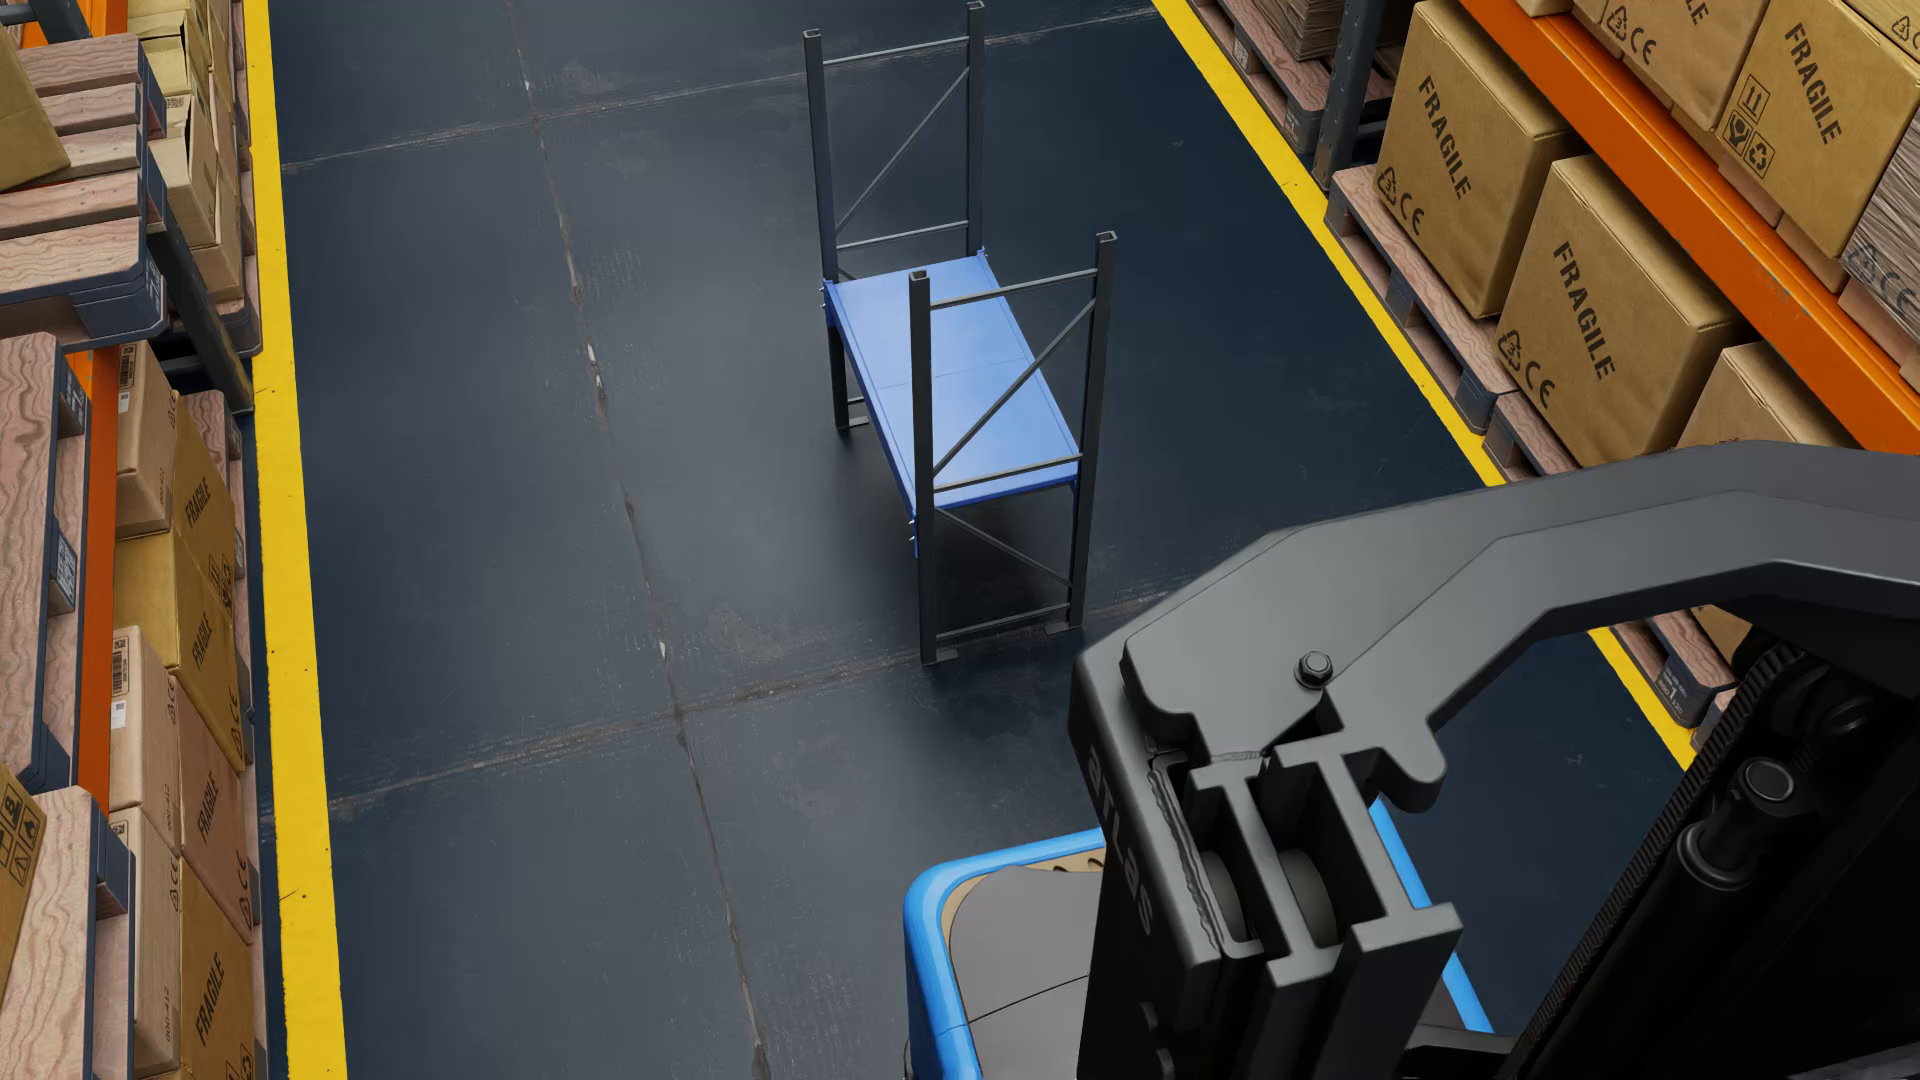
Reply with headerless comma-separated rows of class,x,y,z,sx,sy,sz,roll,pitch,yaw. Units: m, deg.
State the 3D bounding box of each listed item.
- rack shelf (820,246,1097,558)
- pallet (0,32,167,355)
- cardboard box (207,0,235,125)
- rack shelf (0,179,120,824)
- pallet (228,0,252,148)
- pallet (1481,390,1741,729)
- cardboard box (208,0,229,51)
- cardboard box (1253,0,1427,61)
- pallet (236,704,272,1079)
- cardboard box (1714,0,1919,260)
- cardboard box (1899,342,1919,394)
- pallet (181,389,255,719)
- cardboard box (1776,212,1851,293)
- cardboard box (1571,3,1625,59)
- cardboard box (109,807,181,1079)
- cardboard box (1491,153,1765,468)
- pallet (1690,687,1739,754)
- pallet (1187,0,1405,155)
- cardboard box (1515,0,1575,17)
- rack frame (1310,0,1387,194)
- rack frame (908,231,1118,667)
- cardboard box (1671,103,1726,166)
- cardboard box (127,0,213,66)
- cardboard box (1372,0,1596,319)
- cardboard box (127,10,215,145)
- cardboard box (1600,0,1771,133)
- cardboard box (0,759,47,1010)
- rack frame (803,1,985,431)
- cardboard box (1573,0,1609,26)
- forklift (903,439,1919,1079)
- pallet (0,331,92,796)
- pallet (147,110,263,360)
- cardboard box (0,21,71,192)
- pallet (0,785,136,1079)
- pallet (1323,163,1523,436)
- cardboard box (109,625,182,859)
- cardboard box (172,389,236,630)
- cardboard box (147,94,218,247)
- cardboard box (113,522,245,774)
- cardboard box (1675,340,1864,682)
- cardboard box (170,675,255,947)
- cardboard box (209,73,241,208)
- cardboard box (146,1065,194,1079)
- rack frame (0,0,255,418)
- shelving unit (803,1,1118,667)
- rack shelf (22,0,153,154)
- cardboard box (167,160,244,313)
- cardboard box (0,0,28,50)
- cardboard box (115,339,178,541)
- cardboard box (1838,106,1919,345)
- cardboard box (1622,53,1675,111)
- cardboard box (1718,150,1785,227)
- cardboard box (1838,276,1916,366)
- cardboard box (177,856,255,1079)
rack shelf,-0.025,-0.430,4.867,0.538,0.185,1.000,-13,51,-11
pallet,-2.609,-0.787,4.077,1.213,0.211,1.003,-13,51,-11
cardboard box,-3.060,-1.771,6.305,0.500,0.250,0.500,-15,51,-12
rack shelf,-2.285,0.365,3.451,1.077,0.370,4.000,-13,51,-11
pallet,-3.440,-1.928,6.738,1.003,0.211,1.213,-13,51,-11
pallet,2.373,-0.069,5.170,1.003,0.211,1.213,-13,51,-11
cardboard box,-3.211,-2.145,6.621,0.500,0.250,0.500,-12,51,-10
cardboard box,1.592,-2.301,6.575,0.700,0.500,0.500,-13,51,-10
pallet,-2.335,1.015,4.257,1.003,0.211,1.213,-13,51,-11
cardboard box,2.207,-1.046,3.897,0.500,0.500,0.500,-12,51,-10
cardboard box,2.393,-0.389,3.767,0.380,0.149,0.250,-13,51,-11
pallet,-2.692,0.125,5.007,1.003,0.211,1.213,-13,51,-11
cardboard box,2.265,-0.772,4.090,0.380,0.149,0.250,-12,51,-10
cardboard box,1.987,-1.528,4.728,0.380,0.149,0.250,-14,51,-11
cardboard box,-1.900,0.877,3.405,0.500,0.250,0.500,-13,51,-11
cardboard box,2.199,-0.685,4.997,0.750,0.750,0.750,-14,51,-11
pallet,2.737,0.823,4.418,1.003,0.211,1.213,-13,51,-11
pallet,1.625,-2.123,6.901,1.003,0.211,1.213,-13,51,-11
cardboard box,1.794,-1.684,4.859,0.380,0.149,0.250,-12,51,-10
rack frame,1.854,-2.450,5.354,1.000,3.000,0.127,-13,51,-11
rack frame,0.125,-0.174,4.416,0.500,1.500,0.032,-13,51,-11
cardboard box,2.138,-1.150,4.408,0.380,0.149,0.250,-13,51,-10
cardboard box,-3.063,-1.961,6.098,0.500,0.311,0.500,-15,51,-12
cardboard box,1.947,-1.326,5.537,0.750,0.750,0.750,-14,51,-11
cardboard box,-2.914,-1.588,5.784,0.500,0.311,0.500,-14,51,-12
cardboard box,2.045,-1.425,4.216,0.500,0.500,0.500,-14,51,-11
cardboard box,-1.884,0.542,2.491,0.700,0.500,0.500,-6,50,-5
rack frame,-0.176,-0.917,5.042,0.500,1.500,0.032,-13,51,-11
cardboard box,1.900,-1.788,4.522,0.500,0.500,0.500,-12,51,-10
forklift,0.729,1.410,2.144,1.130,2.935,3.031,-11,51,-9
pallet,-2.297,0.154,3.284,1.003,0.211,1.213,-13,51,-11
pallet,-3.083,-1.039,5.988,1.003,0.211,1.213,-13,51,-11
cardboard box,-2.583,-1.061,3.842,0.700,0.500,0.500,-30,56,-23
pallet,-1.826,1.047,2.531,1.003,0.211,1.213,-13,51,-11
pallet,2.016,-0.959,5.920,1.003,0.211,1.213,-13,51,-11
cardboard box,-2.049,0.511,3.714,0.500,0.250,0.500,-14,51,-12
cardboard box,-2.376,-0.034,4.664,0.500,0.500,0.500,-12,51,-10
cardboard box,-2.751,-1.206,5.462,0.500,0.311,0.500,-12,51,-10
cardboard box,-2.223,0.344,4.345,0.500,0.500,0.500,-15,51,-12
cardboard box,2.455,-0.065,4.474,0.750,0.750,0.750,-12,51,-10
cardboard box,-2.062,0.726,4.023,0.500,0.500,0.500,-15,52,-12
cardboard box,-2.900,-1.393,5.986,0.500,0.250,0.500,-15,51,-12
cardboard box,-1.772,1.462,3.403,0.500,0.500,0.500,-13,51,-10
rack frame,-2.877,-1.328,4.407,1.000,3.000,0.127,-13,51,-11
shelving unit,-0.025,-0.546,4.729,0.538,1.500,1.048,-13,51,-11
rack shelf,-3.468,-2.556,5.914,1.077,0.370,4.000,-13,51,-11
cardboard box,-2.751,-1.026,5.676,0.500,0.250,0.500,-13,51,-11
cardboard box,-2.942,-1.574,4.674,0.500,0.311,0.500,-10,51,-9
cardboard box,-2.355,-0.235,4.343,0.500,0.250,0.500,-12,51,-10
cardboard box,2.359,-0.683,3.591,0.500,0.500,0.500,-13,51,-11
cardboard box,2.072,-1.340,4.569,0.380,0.149,0.250,-12,51,-10
cardboard box,2.194,-0.965,4.253,0.380,0.149,0.250,-13,51,-11
cardboard box,2.333,-0.575,3.924,0.380,0.149,0.250,-15,51,-12
cardboard box,-1.913,1.096,3.712,0.500,0.500,0.500,-13,51,-11
